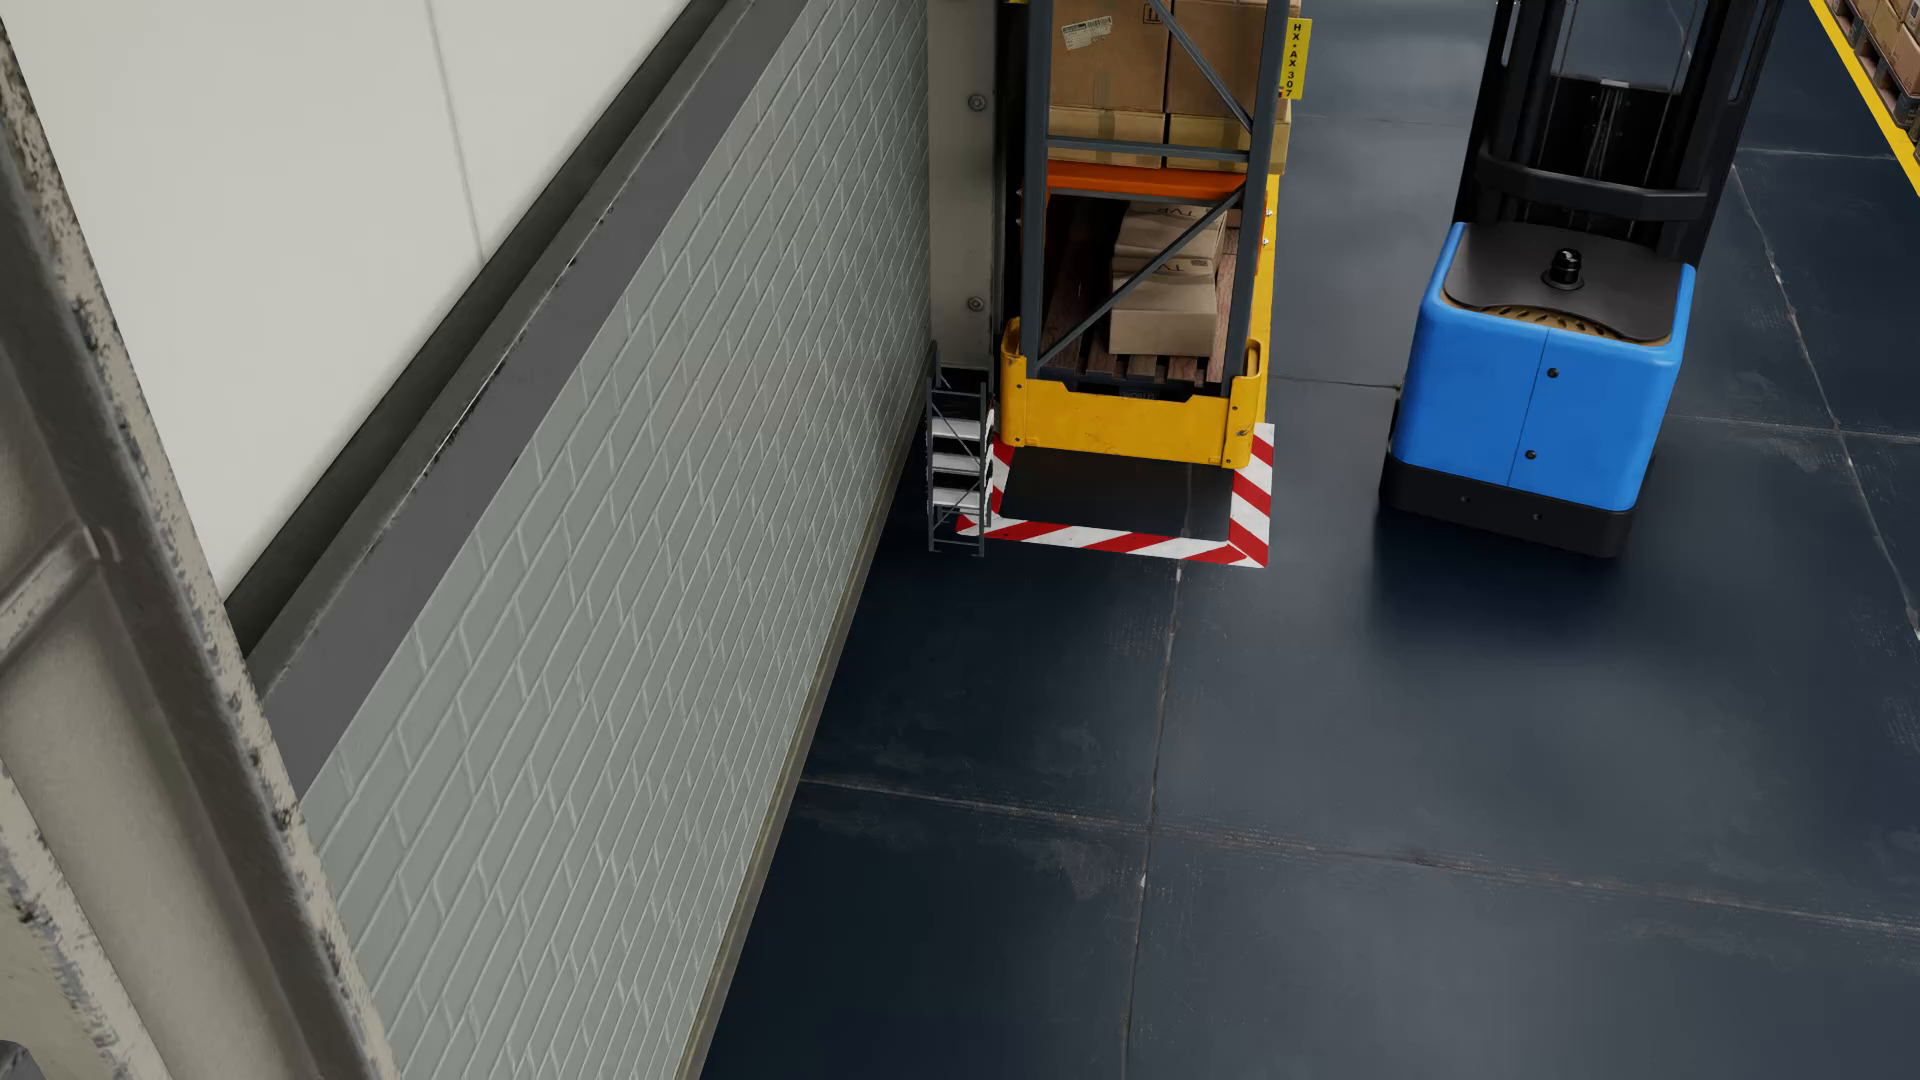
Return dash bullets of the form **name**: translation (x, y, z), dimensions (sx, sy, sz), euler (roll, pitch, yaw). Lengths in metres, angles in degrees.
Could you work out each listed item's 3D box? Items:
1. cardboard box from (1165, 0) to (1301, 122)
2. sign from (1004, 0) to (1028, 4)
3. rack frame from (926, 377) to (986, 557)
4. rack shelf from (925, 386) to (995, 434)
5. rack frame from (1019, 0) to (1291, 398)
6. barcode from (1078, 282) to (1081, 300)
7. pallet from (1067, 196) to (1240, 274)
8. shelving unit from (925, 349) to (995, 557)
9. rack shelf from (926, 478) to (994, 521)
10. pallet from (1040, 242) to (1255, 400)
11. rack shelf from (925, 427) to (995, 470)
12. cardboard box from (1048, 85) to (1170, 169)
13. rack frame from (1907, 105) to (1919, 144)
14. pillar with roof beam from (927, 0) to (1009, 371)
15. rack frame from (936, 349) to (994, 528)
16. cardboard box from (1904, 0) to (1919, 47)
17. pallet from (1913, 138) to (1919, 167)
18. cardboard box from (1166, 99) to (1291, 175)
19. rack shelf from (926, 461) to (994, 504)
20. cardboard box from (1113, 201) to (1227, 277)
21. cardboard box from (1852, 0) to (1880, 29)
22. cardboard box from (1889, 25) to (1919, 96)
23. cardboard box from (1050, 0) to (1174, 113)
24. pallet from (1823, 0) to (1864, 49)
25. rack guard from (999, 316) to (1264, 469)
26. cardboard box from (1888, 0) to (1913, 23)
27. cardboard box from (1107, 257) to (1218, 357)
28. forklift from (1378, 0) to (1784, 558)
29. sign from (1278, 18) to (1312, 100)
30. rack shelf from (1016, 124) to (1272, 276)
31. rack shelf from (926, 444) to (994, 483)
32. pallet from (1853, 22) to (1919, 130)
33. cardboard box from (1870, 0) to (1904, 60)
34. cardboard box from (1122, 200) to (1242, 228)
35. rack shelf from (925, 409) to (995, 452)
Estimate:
- **cardboard box**: translation (1.145, -2.106, 6.957), dimensions (0.500, 0.500, 0.500), euler (6, 40, 8)
- **sign**: translation (0.224, -2.243, 6.452), dimensions (0.100, 0.325, 0.005), euler (6, 40, 8)
- **rack frame**: translation (-0.016, -0.288, 6.892), dimensions (0.240, 0.900, 0.006), euler (6, 40, 8)
- **rack shelf**: translation (0.001, -0.534, 6.818), dimensions (0.258, 0.077, 0.200), euler (6, 40, 8)
- **rack frame**: translation (0.767, -1.601, 6.832), dimensions (1.000, 3.000, 0.127), euler (6, 40, 8)
- **barcode**: translation (0.584, -1.217, 8.126), dimensions (0.001, 0.075, 0.075), euler (6, 40, 8)
- **pallet**: translation (1.169, -1.843, 9.314), dimensions (1.003, 0.211, 1.213), euler (6, 40, 8)
- **shelving unit**: translation (0.001, -0.352, 6.969), dimensions (0.258, 0.900, 0.210), euler (6, 40, 8)
- **rack shelf**: translation (0.001, -0.187, 7.105), dimensions (0.258, 0.077, 0.200), euler (6, 40, 8)
- **pallet**: translation (0.955, -1.080, 8.390), dimensions (1.003, 0.211, 1.213), euler (6, 40, 8)
- **rack shelf**: translation (0.001, -0.395, 6.933), dimensions (0.258, 0.077, 0.200), euler (6, 40, 8)
- **cardboard box**: translation (0.657, -1.865, 7.254), dimensions (0.500, 0.250, 0.500), euler (7, 40, 8)
- **rack frame**: translation (6.339, -3.567, 9.210), dimensions (1.000, 3.000, 0.127), euler (6, 40, 8)
- **pillar with roof beam**: translation (4.276, -3.973, 4.993), dimensions (9.100, 9.000, 0.400), euler (6, 40, 8)
- **rack frame**: translation (0.019, -0.416, 7.046), dimensions (0.240, 0.900, 0.006), euler (6, 40, 8)
- **cardboard box**: translation (6.126, -3.171, 10.120), dimensions (0.500, 0.311, 0.500), euler (6, 40, 8)
- **pallet**: translation (6.160, -1.998, 9.501), dimensions (1.003, 0.211, 1.213), euler (6, 40, 8)
- **cardboard box**: translation (1.164, -1.822, 7.201), dimensions (0.500, 0.250, 0.500), euler (5, 40, 6)
- **rack shelf**: translation (0.001, -0.257, 7.048), dimensions (0.258, 0.077, 0.200), euler (6, 40, 8)
- **cardboard box**: translation (1.074, -1.516, 8.495), dimensions (0.500, 0.311, 0.500), euler (10, 41, 11)
- **cardboard box**: translation (6.302, -3.600, 11.078), dimensions (0.500, 0.250, 0.500), euler (7, 40, 9)
- **cardboard box**: translation (6.125, -2.962, 10.306), dimensions (0.500, 0.250, 0.500), euler (6, 40, 7)
- **cardboard box**: translation (0.639, -2.159, 7.021), dimensions (0.500, 0.500, 0.500), euler (6, 40, 7)
- **pallet**: translation (6.637, -3.727, 11.592), dimensions (1.003, 0.211, 1.213), euler (6, 40, 8)
- **rack guard**: translation (0.780, -0.685, 7.686), dimensions (1.175, 0.500, 0.348), euler (6, 40, 8)
- **cardboard box**: translation (6.210, -3.498, 10.516), dimensions (0.500, 0.311, 0.500), euler (7, 40, 9)
- **cardboard box**: translation (0.975, -1.158, 8.062), dimensions (0.500, 0.311, 0.500), euler (2, 40, 3)
- **forklift**: translation (2.894, -1.996, 7.364), dimensions (1.130, 2.935, 3.031), euler (15, 42, 17)
- **sign**: translation (1.301, -1.875, 6.484), dimensions (0.100, 0.325, 0.005), euler (6, 40, 8)
- **rack shelf**: translation (1.113, -2.579, 8.579), dimensions (1.077, 0.370, 4.000), euler (6, 40, 8)
- **rack shelf**: translation (0.001, -0.326, 6.990), dimensions (0.258, 0.077, 0.200), euler (6, 40, 8)
- **pallet**: translation (6.428, -2.959, 10.663), dimensions (1.003, 0.211, 1.213), euler (6, 40, 8)
- **cardboard box**: translation (6.214, -3.279, 10.690), dimensions (0.500, 0.250, 0.500), euler (6, 40, 7)
- **cardboard box**: translation (1.250, -2.044, 8.984), dimensions (0.700, 0.500, 0.500), euler (4, 40, 5)
- **rack shelf**: translation (0.001, -0.465, 6.876), dimensions (0.258, 0.077, 0.200), euler (6, 40, 8)
